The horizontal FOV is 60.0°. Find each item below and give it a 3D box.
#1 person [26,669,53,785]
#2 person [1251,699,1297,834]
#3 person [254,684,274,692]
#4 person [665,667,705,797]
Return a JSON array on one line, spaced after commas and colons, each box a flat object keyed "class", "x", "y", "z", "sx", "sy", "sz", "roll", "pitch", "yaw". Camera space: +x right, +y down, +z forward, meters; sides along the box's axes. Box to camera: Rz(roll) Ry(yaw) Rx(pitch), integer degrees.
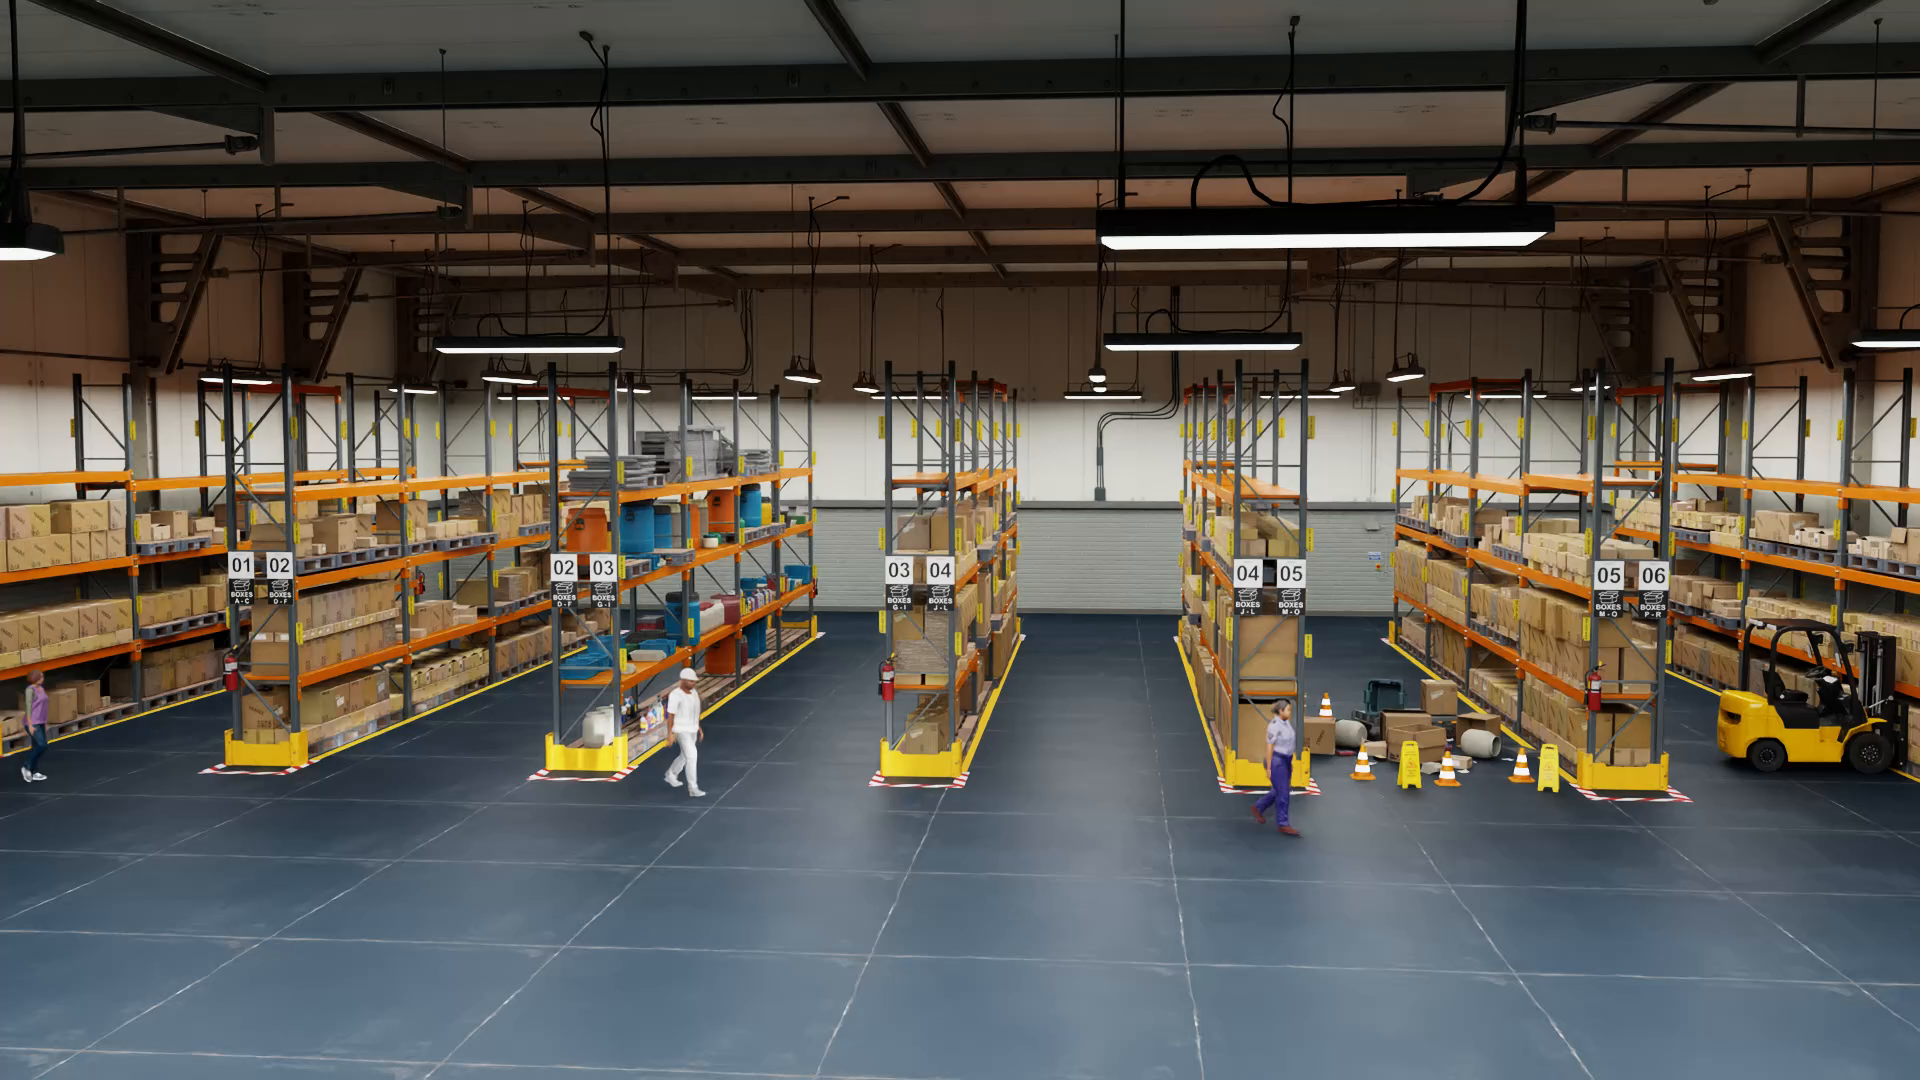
[{"class": "person", "x": -13.106, "y": 2.657, "z": 23.676, "sx": 0.446, "sy": 1.609, "sz": 0.451, "roll": 0, "pitch": 4, "yaw": -5}, {"class": "person", "x": 3.959, "y": 2.809, "z": 20.881, "sx": 0.650, "sy": 1.638, "sz": 0.518, "roll": 2, "pitch": 4, "yaw": 23}, {"class": "person", "x": -13.255, "y": 2.054, "z": 31.673, "sx": 0.538, "sy": 1.721, "sz": 0.504, "roll": 2, "pitch": 4, "yaw": 27}, {"class": "person", "x": -3.800, "y": 2.623, "z": 22.979, "sx": 0.826, "sy": 1.748, "sz": 0.594, "roll": 1, "pitch": 4, "yaw": 20}]
